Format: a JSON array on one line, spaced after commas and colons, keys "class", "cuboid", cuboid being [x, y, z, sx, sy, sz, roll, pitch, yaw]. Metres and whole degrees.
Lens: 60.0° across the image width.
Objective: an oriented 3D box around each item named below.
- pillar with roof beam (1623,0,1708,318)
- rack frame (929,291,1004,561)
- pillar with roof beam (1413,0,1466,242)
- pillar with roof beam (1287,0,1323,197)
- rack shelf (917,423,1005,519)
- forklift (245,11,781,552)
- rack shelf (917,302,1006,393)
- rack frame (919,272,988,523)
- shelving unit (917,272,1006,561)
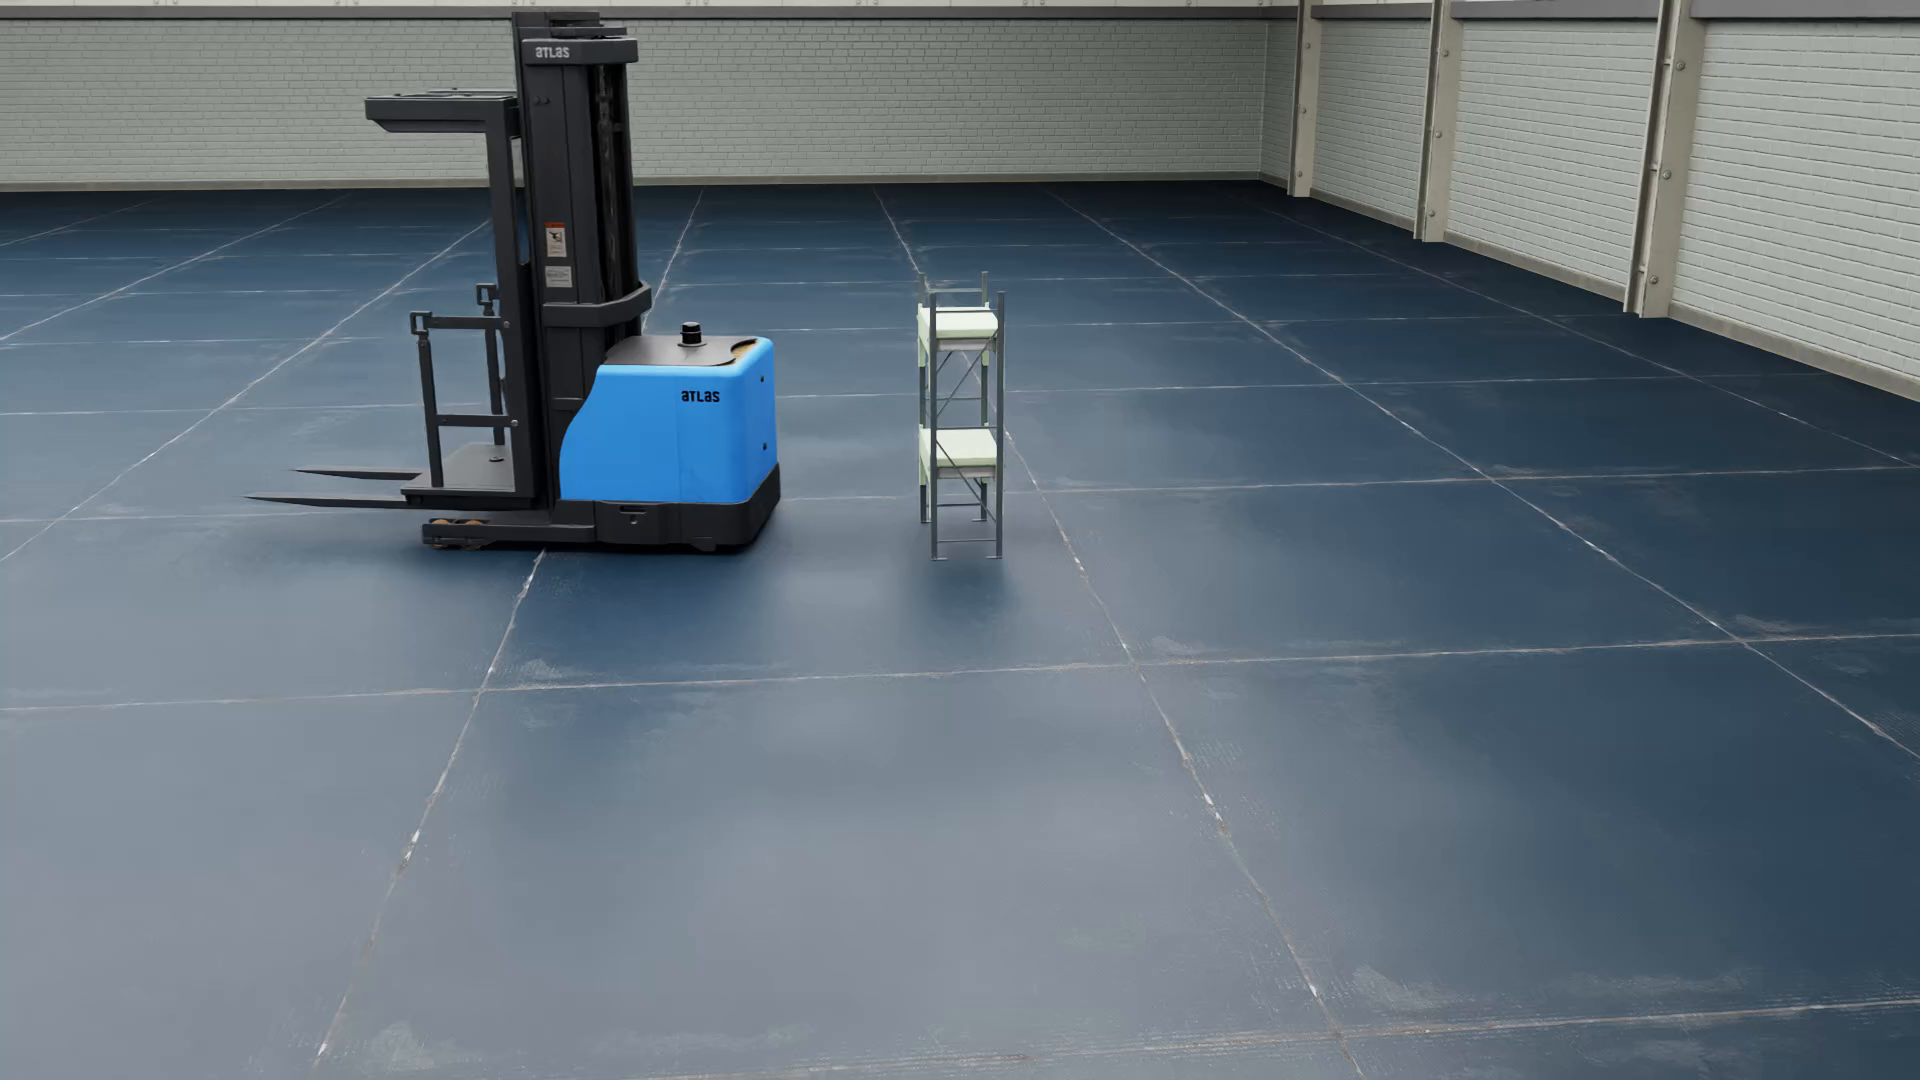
[{"class": "pillar with roof beam", "cuboid": [2.758, -6.476, 15.283, 9.100, 9.000, 0.400, -2, 18, -6]}, {"class": "rack frame", "cuboid": [0.037, -0.609, 9.111, 0.400, 1.500, 0.023, -2, 18, -6]}, {"class": "pillar with roof beam", "cuboid": [2.139, -8.264, 20.977, 9.100, 9.000, 0.400, -2, 18, -6]}, {"class": "pillar with roof beam", "cuboid": [1.520, -10.052, 26.671, 9.100, 9.000, 0.400, -2, 18, -6]}, {"class": "rack shelf", "cuboid": [-0.001, -0.407, 9.556, 0.431, 0.370, 0.720, -2, 18, -6]}, {"class": "forklift", "cuboid": [-2.652, -1.497, 9.551, 3.031, 2.935, 1.130, 2, 17, 5]}, {"class": "rack shelf", "cuboid": [-0.001, -1.090, 9.342, 0.431, 0.370, 0.720, -2, 18, -6]}, {"class": "rack frame", "cuboid": [-0.038, -0.827, 9.806, 0.400, 1.500, 0.023, -2, 18, -6]}, {"class": "shelving unit", "cuboid": [-0.001, -0.718, 9.459, 0.431, 1.500, 0.755, -2, 18, -6]}]
